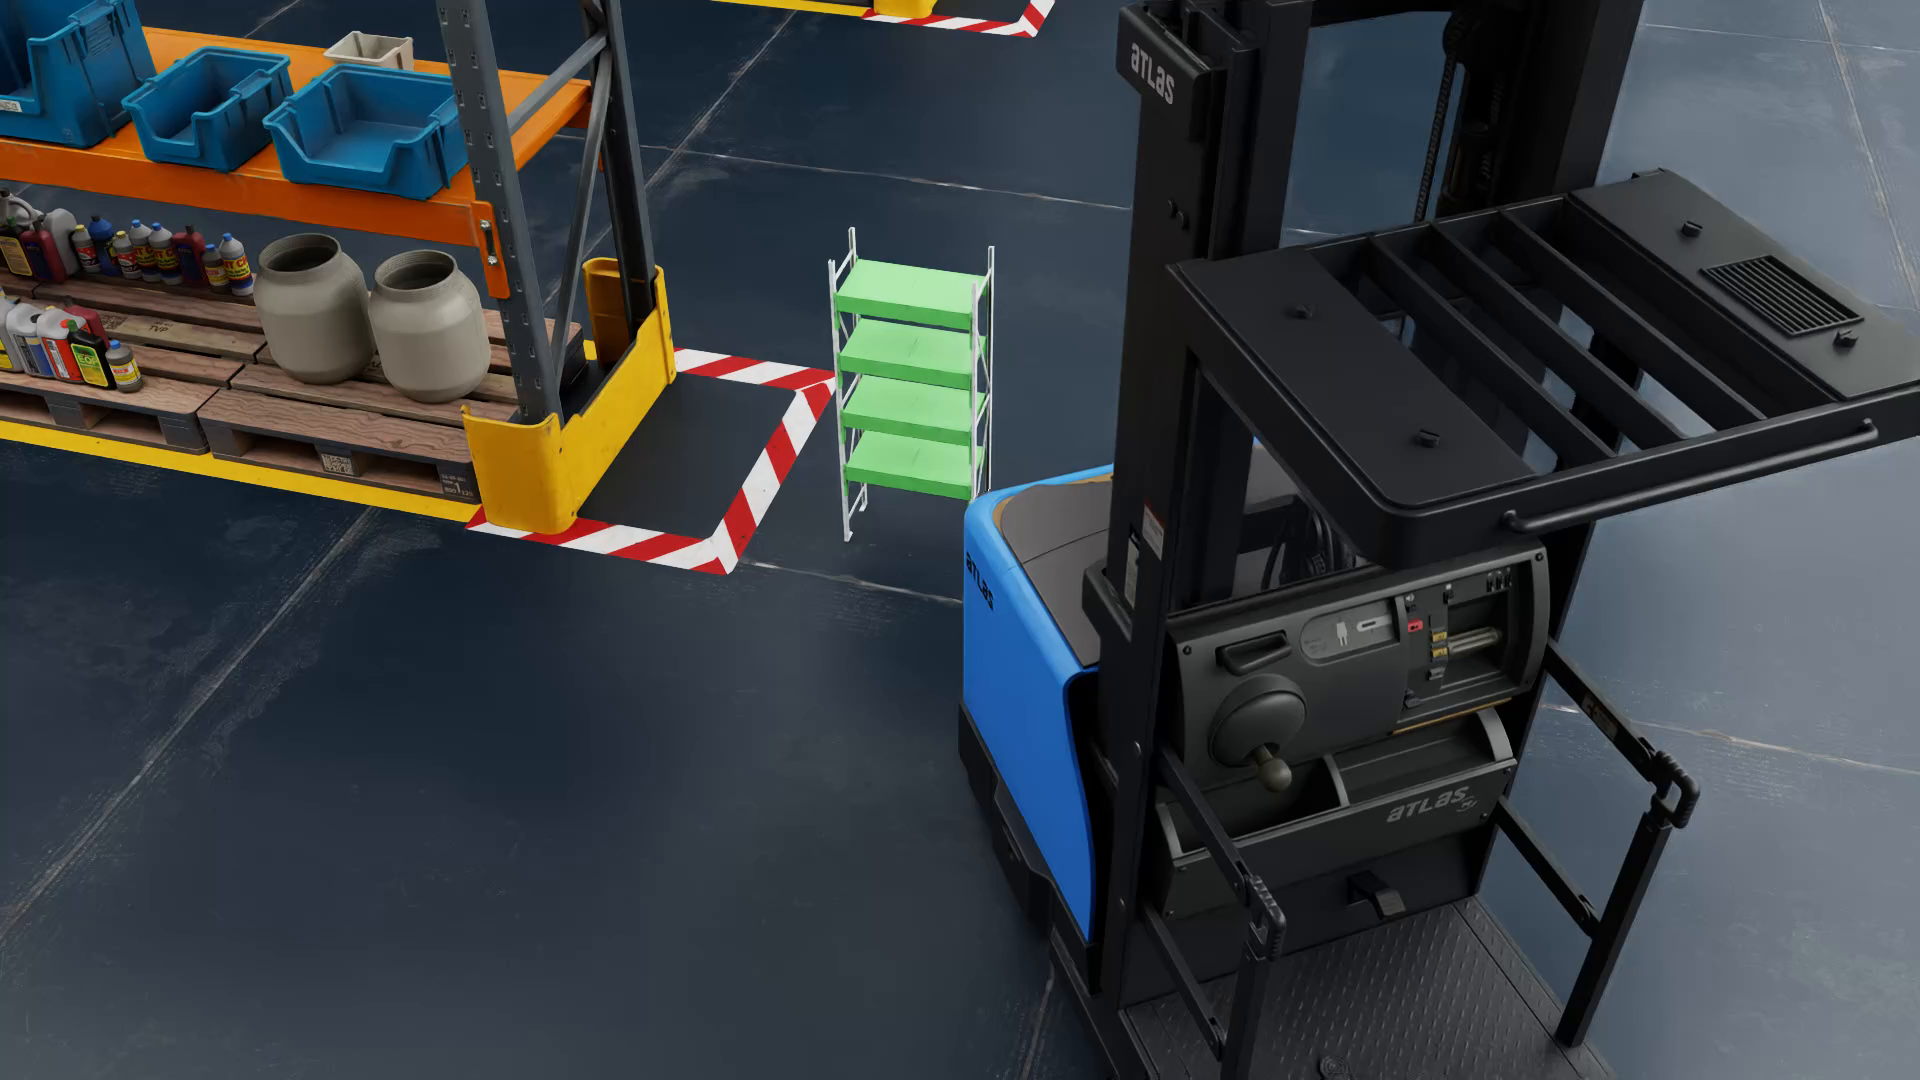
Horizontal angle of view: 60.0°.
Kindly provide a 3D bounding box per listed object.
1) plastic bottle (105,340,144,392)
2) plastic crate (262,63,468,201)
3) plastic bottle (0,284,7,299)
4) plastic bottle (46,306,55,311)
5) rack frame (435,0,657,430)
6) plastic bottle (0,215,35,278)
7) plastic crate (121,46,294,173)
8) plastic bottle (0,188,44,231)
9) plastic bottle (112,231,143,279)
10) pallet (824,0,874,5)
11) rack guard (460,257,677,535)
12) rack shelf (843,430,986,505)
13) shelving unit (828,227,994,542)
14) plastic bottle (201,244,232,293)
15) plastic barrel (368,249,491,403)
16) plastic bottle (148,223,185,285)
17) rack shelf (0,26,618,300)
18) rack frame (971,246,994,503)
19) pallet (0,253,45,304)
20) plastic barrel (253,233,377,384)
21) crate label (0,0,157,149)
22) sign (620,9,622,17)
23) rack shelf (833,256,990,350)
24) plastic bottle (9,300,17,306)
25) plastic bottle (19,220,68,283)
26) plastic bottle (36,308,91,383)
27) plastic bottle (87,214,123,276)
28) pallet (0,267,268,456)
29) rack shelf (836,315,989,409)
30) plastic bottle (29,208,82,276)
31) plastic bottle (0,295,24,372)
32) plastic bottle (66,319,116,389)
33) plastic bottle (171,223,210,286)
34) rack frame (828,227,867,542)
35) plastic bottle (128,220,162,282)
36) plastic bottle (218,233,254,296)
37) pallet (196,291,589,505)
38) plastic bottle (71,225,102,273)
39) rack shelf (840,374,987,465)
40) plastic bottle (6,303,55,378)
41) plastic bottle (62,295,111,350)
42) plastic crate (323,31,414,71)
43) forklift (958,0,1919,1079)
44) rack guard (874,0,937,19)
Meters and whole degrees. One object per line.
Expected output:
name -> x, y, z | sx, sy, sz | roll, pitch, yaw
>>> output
plastic bottle -> -3.313, -0.696, 6.580 | 0.097, 0.201, 0.097 | 0, 40, 0
plastic crate -> -1.987, -1.406, 5.708 | 0.616, 0.251, 0.499 | 10, 41, 11
plastic bottle -> -4.010, -0.958, 6.835 | 0.135, 0.276, 0.152 | 10, 41, 11
plastic bottle -> -3.669, -0.858, 6.773 | 0.097, 0.201, 0.097 | 0, 40, 0
rack frame -> -1.426, -1.566, 5.782 | 0.127, 3.000, 1.000 | 10, 41, 11
plastic bottle -> -4.097, -1.278, 7.209 | 0.133, 0.283, 0.061 | 10, 41, 11
plastic crate -> -2.612, -1.518, 5.840 | 0.408, 0.251, 0.499 | 10, 41, 11
plastic bottle -> -4.096, -1.371, 7.268 | 0.185, 0.351, 0.144 | 10, 41, 11
plastic bottle -> -3.620, -1.248, 7.237 | 0.097, 0.201, 0.097 | 0, 40, 0
pallet -> -0.994, -3.745, 10.545 | 1.213, 0.211, 1.003 | 10, 41, 11
rack guard -> -1.511, -0.592, 6.566 | 0.348, 0.500, 1.175 | 10, 41, 11
rack shelf -> -0.160, -0.254, 6.092 | 0.480, 0.148, 0.258 | 10, 41, 11
shelving unit -> -0.160, -0.487, 5.897 | 0.503, 1.200, 0.258 | 10, 41, 11
plastic bottle -> -3.197, -1.175, 7.150 | 0.097, 0.201, 0.097 | 0, 40, 0
plastic barrel -> -2.081, -0.836, 6.521 | 0.421, 0.512, 0.421 | 0, 40, 0
plastic bottle -> -3.428, -1.242, 7.175 | 0.097, 0.271, 0.097 | 0, 40, 0
rack shelf -> -3.358, -1.623, 6.409 | 4.000, 0.370, 1.077 | 10, 41, 11
rack frame -> 0.076, -0.446, 5.849 | 0.015, 1.200, 0.240 | 10, 41, 11
pallet -> -4.652, -1.025, 7.307 | 1.213, 0.211, 1.003 | 10, 41, 11
plastic barrel -> -2.565, -0.919, 6.620 | 0.421, 0.512, 0.421 | 0, 40, 0
crate label -> -3.274, -1.717, 5.935 | 0.616, 0.435, 0.502 | 10, 41, 11
sign -> -1.279, -2.013, 6.099 | 0.005, 0.325, 0.100 | 10, 41, 11
rack shelf -> -0.160, -0.806, 5.629 | 0.480, 0.148, 0.258 | 10, 41, 11
plastic bottle -> -3.856, -0.885, 6.805 | 0.097, 0.201, 0.097 | 0, 40, 0
plastic bottle -> -3.967, -1.250, 7.176 | 0.133, 0.283, 0.061 | 10, 41, 11
plastic bottle -> -3.550, -0.783, 6.626 | 0.135, 0.276, 0.152 | 10, 41, 12
plastic bottle -> -3.720, -1.292, 7.235 | 0.097, 0.271, 0.097 | 0, 40, 0
pallet -> -3.470, -0.824, 7.067 | 1.213, 0.211, 1.003 | 10, 41, 11
rack shelf -> -0.160, -0.622, 5.784 | 0.480, 0.148, 0.258 | 10, 41, 11
plastic bottle -> -3.940, -1.313, 7.257 | 0.135, 0.276, 0.152 | 10, 41, 12
plastic bottle -> -3.845, -0.860, 6.659 | 0.185, 0.351, 0.144 | 11, 41, 13
plastic bottle -> -3.431, -0.735, 6.563 | 0.133, 0.283, 0.061 | 11, 41, 12
plastic bottle -> -3.311, -1.238, 7.162 | 0.133, 0.283, 0.061 | 10, 41, 12
rack frame -> -0.396, -0.528, 5.945 | 0.015, 1.200, 0.240 | 10, 41, 11
plastic bottle -> -3.524, -1.258, 7.195 | 0.097, 0.271, 0.097 | 0, 40, 0
plastic bottle -> -3.097, -1.185, 7.107 | 0.097, 0.271, 0.097 | 0, 40, 0
pallet -> -2.295, -0.620, 6.824 | 1.213, 0.211, 1.003 | 10, 41, 11
plastic bottle -> -3.819, -1.282, 7.278 | 0.097, 0.201, 0.097 | 0, 40, 0
rack shelf -> -0.160, -0.438, 5.938 | 0.480, 0.148, 0.258 | 10, 41, 11
plastic bottle -> -3.684, -0.806, 6.653 | 0.135, 0.276, 0.152 | 9, 41, 10
plastic bottle -> -3.523, -0.852, 6.702 | 0.133, 0.283, 0.061 | 10, 41, 11
plastic crate -> -2.207, -1.814, 6.282 | 0.250, 0.136, 0.298 | 10, 41, 11
forklift -> 0.980, 0.359, 3.543 | 1.130, 2.935, 3.031 | -13, 42, -15
rack guard -> -0.219, -3.698, 10.265 | 0.348, 0.500, 1.175 | 10, 41, 11
